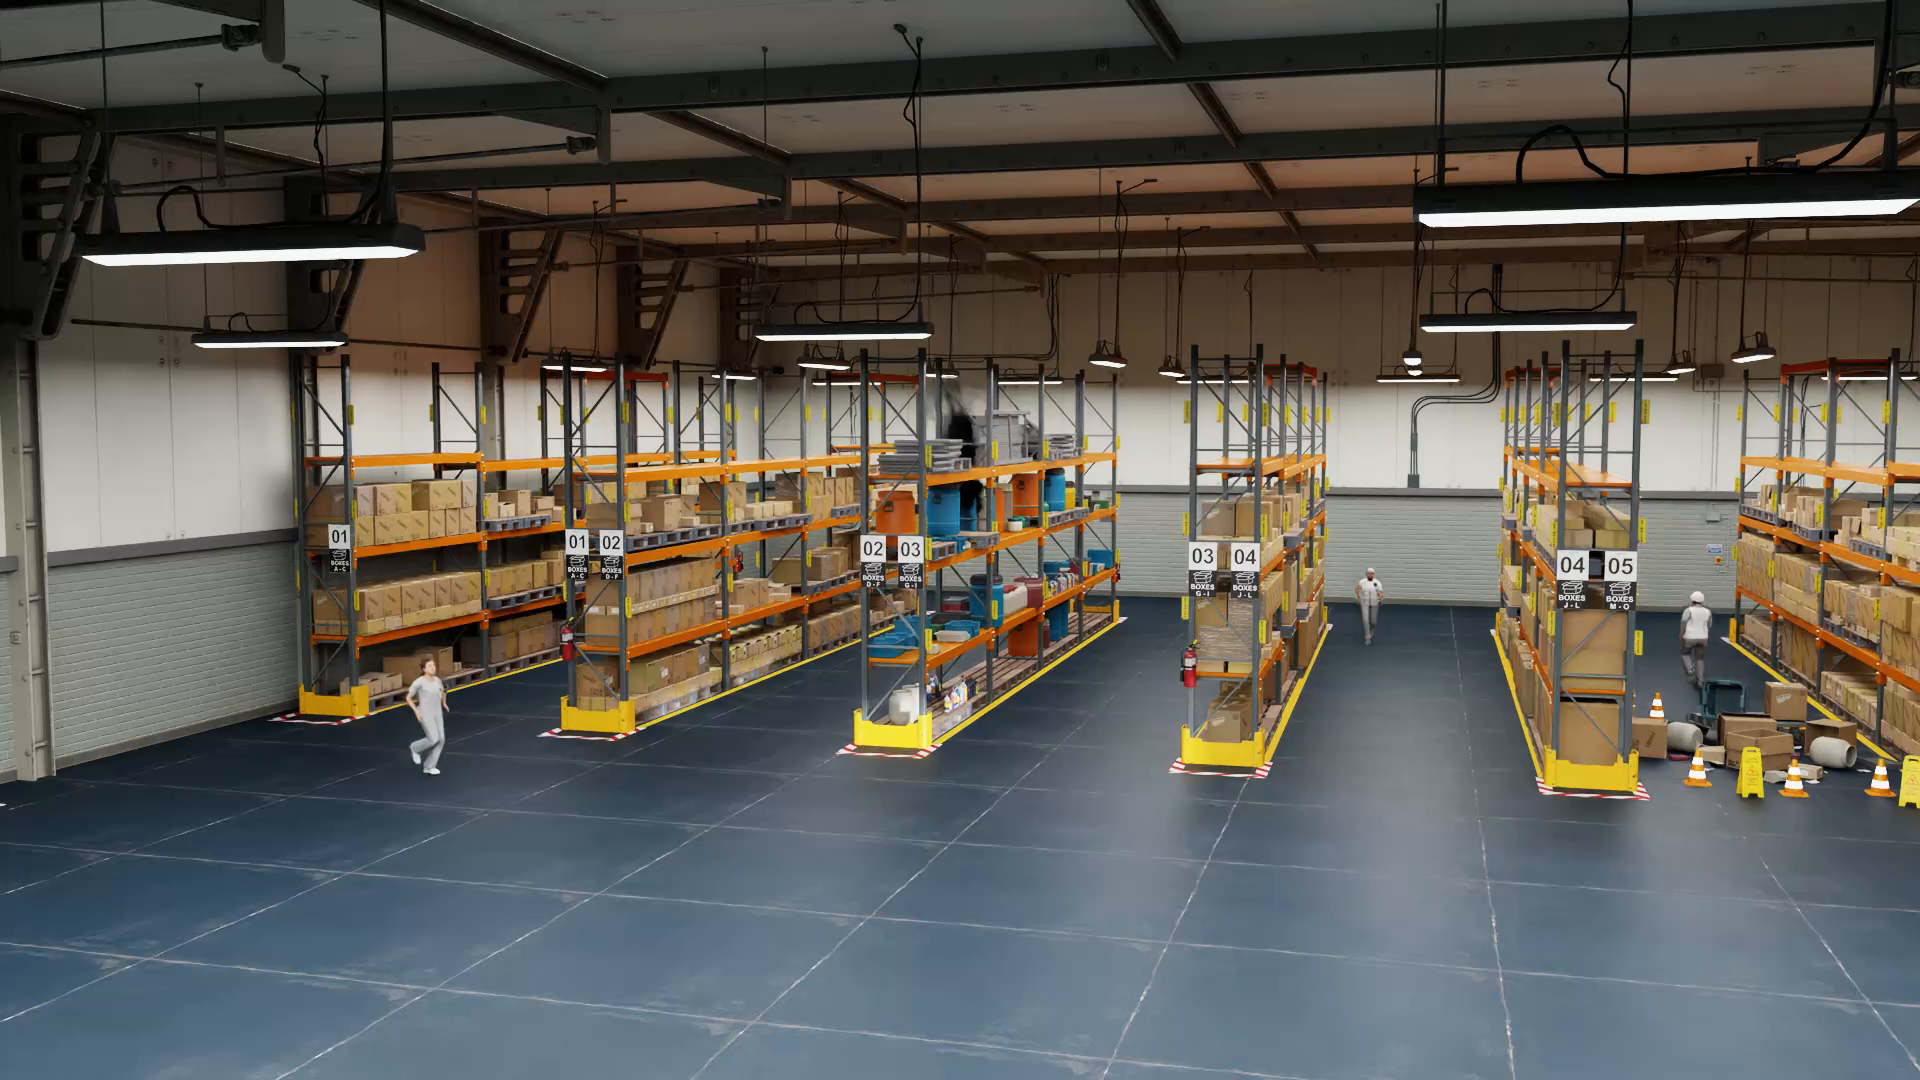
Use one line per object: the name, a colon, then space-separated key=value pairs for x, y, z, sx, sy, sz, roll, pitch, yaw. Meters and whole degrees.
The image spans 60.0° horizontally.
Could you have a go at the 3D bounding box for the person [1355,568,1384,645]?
person: x=9.028 y=1.445 z=36.665 sx=0.607 sy=1.668 sz=0.848 roll=1 pitch=4 yaw=11

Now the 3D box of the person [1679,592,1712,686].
person: x=13.608 y=1.813 z=30.829 sx=0.632 sy=1.728 sz=0.719 roll=0 pitch=4 yaw=6

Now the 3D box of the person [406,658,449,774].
person: x=-7.412 y=2.456 z=23.224 sx=0.573 sy=1.625 sz=0.572 roll=3 pitch=5 yaw=35

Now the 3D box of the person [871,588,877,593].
person: x=-2.304 y=0.902 z=43.367 sx=0.687 sy=1.741 sz=0.639 roll=2 pitch=5 yaw=28
